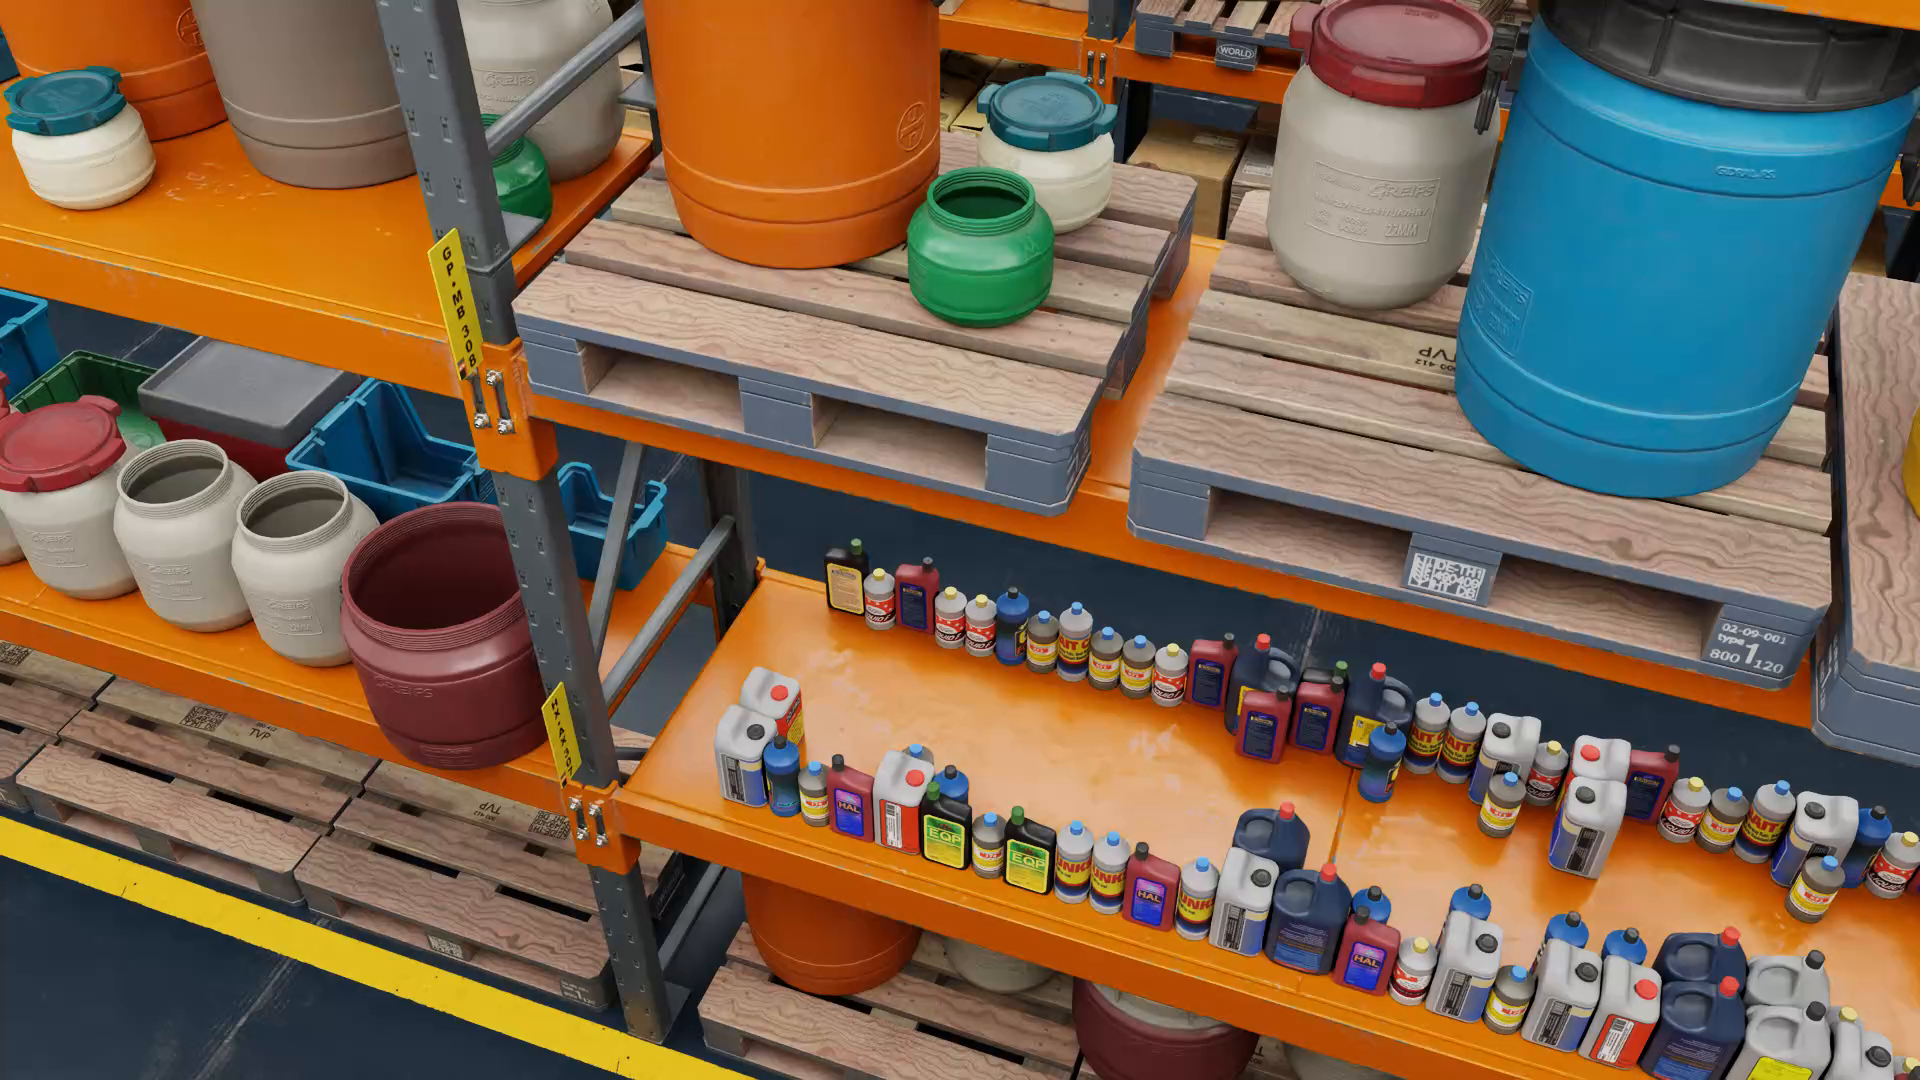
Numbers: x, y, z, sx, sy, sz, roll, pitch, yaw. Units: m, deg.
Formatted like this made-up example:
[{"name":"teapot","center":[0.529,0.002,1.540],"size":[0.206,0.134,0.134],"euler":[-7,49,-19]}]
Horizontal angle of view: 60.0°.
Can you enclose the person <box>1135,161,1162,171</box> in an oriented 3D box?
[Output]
[{"name":"person","center":[0.733,-0.862,7.122],"size":[0.460,1.593,0.344],"euler":[14,44,15]}]
